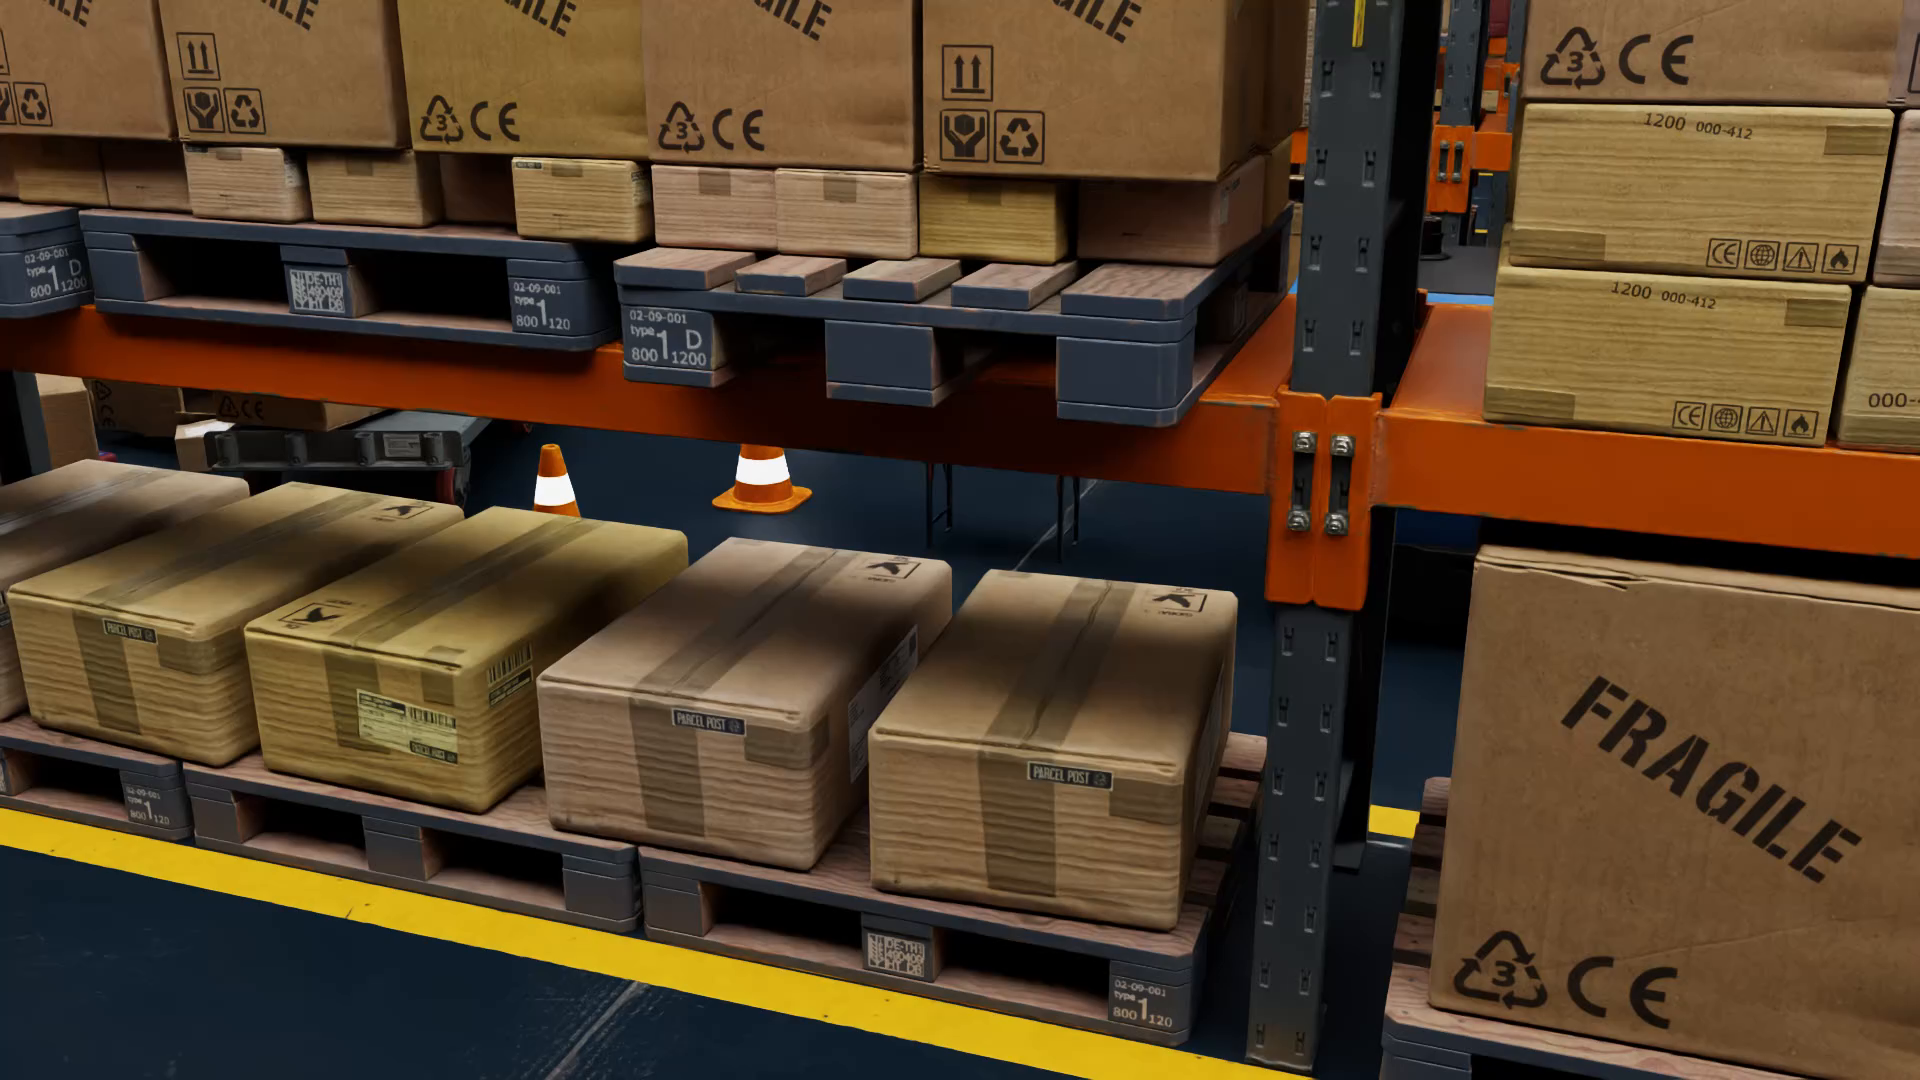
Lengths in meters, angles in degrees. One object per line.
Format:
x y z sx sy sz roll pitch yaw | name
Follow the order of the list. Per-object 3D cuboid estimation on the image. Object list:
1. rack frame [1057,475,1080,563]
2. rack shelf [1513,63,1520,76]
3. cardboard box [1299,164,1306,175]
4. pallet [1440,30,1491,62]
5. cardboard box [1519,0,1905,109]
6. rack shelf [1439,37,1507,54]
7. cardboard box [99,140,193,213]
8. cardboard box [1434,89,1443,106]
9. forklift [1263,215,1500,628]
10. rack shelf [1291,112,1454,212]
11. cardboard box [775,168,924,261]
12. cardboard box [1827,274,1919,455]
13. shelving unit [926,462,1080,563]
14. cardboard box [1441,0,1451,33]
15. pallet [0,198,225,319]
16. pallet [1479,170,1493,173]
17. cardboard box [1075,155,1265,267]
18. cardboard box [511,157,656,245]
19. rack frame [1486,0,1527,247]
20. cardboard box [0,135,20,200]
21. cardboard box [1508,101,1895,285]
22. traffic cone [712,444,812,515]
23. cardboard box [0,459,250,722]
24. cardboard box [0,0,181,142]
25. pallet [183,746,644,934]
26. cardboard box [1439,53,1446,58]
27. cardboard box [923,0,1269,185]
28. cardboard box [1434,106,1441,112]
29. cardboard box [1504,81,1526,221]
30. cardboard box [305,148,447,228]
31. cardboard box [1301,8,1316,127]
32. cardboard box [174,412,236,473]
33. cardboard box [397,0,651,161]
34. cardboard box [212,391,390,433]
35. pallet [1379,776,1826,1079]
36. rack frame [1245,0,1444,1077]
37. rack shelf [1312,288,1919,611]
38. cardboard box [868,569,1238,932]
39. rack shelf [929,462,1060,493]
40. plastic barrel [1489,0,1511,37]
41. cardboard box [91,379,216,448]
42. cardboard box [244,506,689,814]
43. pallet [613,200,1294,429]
0.387 -0.522 5.752 0.015 1.200 0.240 7 20 18 | rack frame
5.912 -3.086 11.465 4.000 0.370 1.077 7 20 18 | rack shelf
2.855 -2.791 12.656 0.500 0.500 0.700 5 20 14 | cardboard box
3.315 -3.595 12.124 1.003 0.211 1.213 7 20 18 | pallet
1.156 -0.950 2.575 0.500 0.500 0.500 6 20 16 | cardboard box
3.759 -5.058 17.122 4.000 0.370 1.077 7 20 18 | rack shelf
-1.601 -0.810 3.585 0.250 0.149 0.380 7 20 18 | cardboard box
6.212 -5.657 21.287 0.500 0.250 0.500 6 20 17 | cardboard box
2.552 -1.144 4.906 3.031 2.935 1.130 5 20 15 | forklift
0.410 -1.987 8.312 4.000 0.370 1.077 7 20 18 | rack shelf
-0.146 -0.622 3.047 0.250 0.149 0.380 6 20 18 | cardboard box
1.641 -0.309 2.632 0.500 0.250 0.500 6 20 16 | cardboard box
0.156 -0.549 5.827 0.503 1.200 0.258 7 20 18 | shelving unit
3.500 -3.933 12.012 0.500 0.500 0.500 4 20 11 | cardboard box
-2.334 -0.774 4.031 1.213 0.211 1.003 7 20 18 | pallet
4.929 -3.961 17.118 1.213 0.211 1.003 7 20 18 | pallet
0.384 -0.602 2.991 0.250 0.149 0.380 7 21 20 | cardboard box
-0.646 -0.677 3.205 0.250 0.149 0.380 7 20 19 | cardboard box
4.023 -3.642 11.966 0.127 3.000 1.000 7 20 18 | rack frame
-2.064 -0.878 3.781 0.250 0.149 0.380 8 21 22 | cardboard box
1.168 -0.594 2.692 0.500 0.250 0.500 6 20 18 | cardboard box
-0.775 -0.376 6.450 0.334 0.463 0.336 7 20 18 | traffic cone
-2.512 0.106 4.569 0.625 0.372 0.950 7 20 19 | cardboard box
-1.723 -1.127 3.511 0.500 0.500 0.500 6 20 18 | cardboard box
-1.116 0.539 4.209 1.213 0.211 1.003 7 20 18 | pallet
7.754 -7.443 26.000 0.500 0.500 0.700 6 20 18 | cardboard box
0.250 -0.909 2.885 0.500 0.500 0.500 6 20 16 | cardboard box
3.380 -3.086 12.363 0.500 0.250 0.500 7 21 20 | cardboard box
1.312 -0.752 3.146 0.500 0.250 0.500 6 20 18 | cardboard box
-1.106 -0.745 3.400 0.250 0.149 0.380 6 20 16 | cardboard box
1.786 -2.123 7.457 0.500 0.500 0.500 7 20 18 | cardboard box
-3.073 -0.457 6.983 0.396 0.266 0.258 -7 20 -20 | cardboard box
-0.719 -1.016 3.191 0.500 0.500 0.500 5 20 14 | cardboard box
-2.452 -0.726 6.250 0.500 0.500 0.500 7 20 18 | cardboard box
1.491 0.865 3.274 1.213 0.211 1.003 7 20 18 | pallet
0.771 -0.560 3.127 0.127 3.000 1.000 7 20 18 | rack frame
2.660 -0.005 2.625 4.000 0.370 1.077 7 20 18 | rack shelf
0.240 0.418 3.674 0.625 0.372 0.950 5 20 14 | cardboard box
0.156 -0.298 5.915 0.480 0.148 0.258 7 20 18 | rack shelf
5.110 -5.202 16.235 0.708 0.536 0.600 7 20 18 | plastic barrel
-3.410 -0.809 7.426 0.503 0.637 0.797 7 20 18 | cardboard box
-1.174 0.257 4.136 0.625 0.372 0.950 7 20 20 | cardboard box
0.062 -0.514 3.284 1.003 0.211 1.213 7 20 18 | pallet
